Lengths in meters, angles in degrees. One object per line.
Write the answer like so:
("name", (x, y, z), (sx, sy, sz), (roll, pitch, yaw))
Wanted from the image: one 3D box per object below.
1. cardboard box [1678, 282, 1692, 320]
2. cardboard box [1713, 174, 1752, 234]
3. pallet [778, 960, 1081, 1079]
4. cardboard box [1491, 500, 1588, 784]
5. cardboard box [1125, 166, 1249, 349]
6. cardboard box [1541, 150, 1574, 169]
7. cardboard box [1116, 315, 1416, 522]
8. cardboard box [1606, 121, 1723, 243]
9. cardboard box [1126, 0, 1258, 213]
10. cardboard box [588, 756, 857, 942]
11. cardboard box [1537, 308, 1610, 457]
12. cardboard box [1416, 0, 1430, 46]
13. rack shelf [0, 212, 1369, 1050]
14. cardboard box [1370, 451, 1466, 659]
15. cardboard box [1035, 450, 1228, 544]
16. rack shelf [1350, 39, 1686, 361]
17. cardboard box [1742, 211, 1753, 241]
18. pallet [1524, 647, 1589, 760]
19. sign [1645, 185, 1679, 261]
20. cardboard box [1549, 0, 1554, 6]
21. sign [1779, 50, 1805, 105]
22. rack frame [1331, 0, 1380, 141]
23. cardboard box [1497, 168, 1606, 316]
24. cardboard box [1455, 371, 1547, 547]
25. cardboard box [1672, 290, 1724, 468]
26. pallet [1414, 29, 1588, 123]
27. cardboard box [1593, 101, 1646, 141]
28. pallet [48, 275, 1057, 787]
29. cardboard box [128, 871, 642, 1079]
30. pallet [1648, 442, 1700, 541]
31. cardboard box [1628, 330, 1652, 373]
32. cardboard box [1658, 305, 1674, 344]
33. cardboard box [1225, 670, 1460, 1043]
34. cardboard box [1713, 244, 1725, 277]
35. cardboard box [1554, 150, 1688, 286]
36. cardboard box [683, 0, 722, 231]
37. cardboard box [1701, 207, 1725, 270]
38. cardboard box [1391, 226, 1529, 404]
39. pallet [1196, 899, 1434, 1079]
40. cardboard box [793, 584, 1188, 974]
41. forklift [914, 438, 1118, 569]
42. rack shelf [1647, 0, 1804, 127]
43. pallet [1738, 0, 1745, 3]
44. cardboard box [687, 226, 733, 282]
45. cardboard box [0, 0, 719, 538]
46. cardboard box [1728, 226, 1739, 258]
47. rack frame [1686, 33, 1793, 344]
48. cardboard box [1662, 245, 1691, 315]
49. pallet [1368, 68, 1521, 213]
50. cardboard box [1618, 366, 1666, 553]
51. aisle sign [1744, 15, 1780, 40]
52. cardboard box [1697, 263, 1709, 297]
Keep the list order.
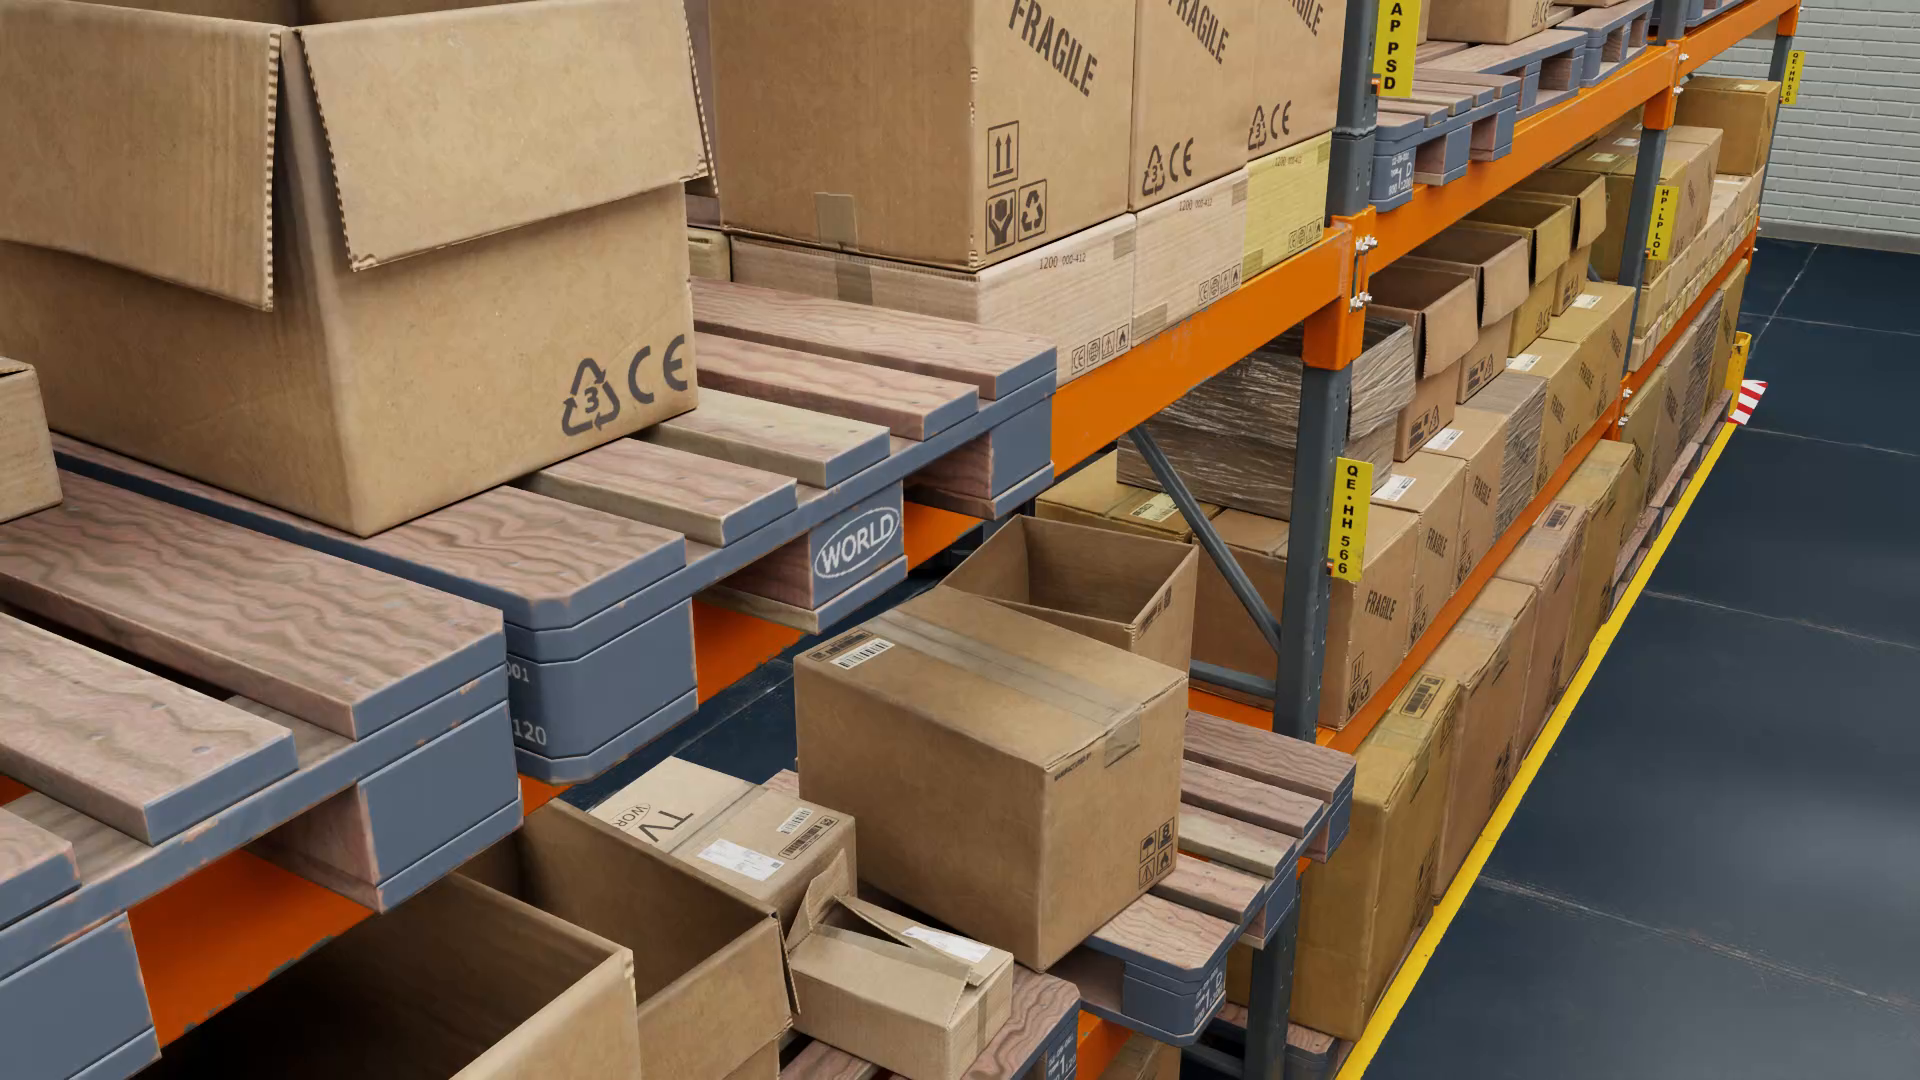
("cardboard box", (3.619, -1.284, 8.756), (0.380, 0.149, 0.250), (13, 27, 28))
("cardboard box", (4.443, -2.043, 10.008), (0.500, 0.250, 0.500), (13, 27, 28))
("pallet", (-0.488, 1.099, 3.177), (1.003, 0.211, 1.213), (14, 27, 29))
("cardboard box", (1.840, 0.289, 6.953), (1.225, 0.875, 0.875), (13, 27, 27))
("cardboard box", (0.229, -0.591, 3.253), (0.500, 0.250, 0.500), (14, 27, 29))
("cardboard box", (2.647, -1.639, 8.130), (0.500, 0.500, 0.500), (15, 27, 30))
("cardboard box", (0.921, -0.415, 5.045), (0.797, 0.503, 0.637), (15, 28, 31))
("cardboard box", (3.638, -1.877, 8.680), (0.500, 0.500, 0.500), (13, 27, 27))
("cardboard box", (0.221, -0.929, 3.089), (0.500, 0.500, 0.500), (14, 27, 29))
("cardboard box", (-0.558, 0.728, 3.453), (0.500, 0.250, 0.500), (13, 27, 27))
("cardboard box", (2.350, -0.681, 6.921), (0.500, 0.500, 0.500), (15, 27, 31))
("cardboard box", (1.163, -1.811, 5.229), (0.500, 0.500, 0.500), (16, 28, 32))
("rack shelf", (-0.533, -0.037, 2.689), (1.077, 0.370, 4.000), (14, 27, 29))
("cardboard box", (1.279, 0.007, 5.332), (0.500, 0.500, 0.500), (13, 27, 28))
("cardboard box", (0.571, 0.070, 5.187), (0.500, 0.500, 0.500), (15, 27, 31))
("rack shelf", (1.577, -1.387, 5.808), (1.077, 0.370, 4.000), (14, 27, 29))
("cardboard box", (4.698, -1.973, 10.348), (0.380, 0.149, 0.250), (14, 27, 29))
("pallet", (2.289, 0.540, 7.736), (1.003, 0.211, 1.213), (14, 27, 29))
("sign", (3.098, -1.400, 7.351), (0.100, 0.325, 0.005), (14, 27, 29))
("cardboard box", (1.976, -2.193, 6.347), (0.500, 0.311, 0.500), (13, 27, 27))
("sign", (5.195, -2.887, 10.388), (0.100, 0.325, 0.005), (14, 27, 29))
("rack frame", (0.522, -2.419, 3.510), (1.000, 3.000, 0.127), (14, 27, 29))
("cardboard box", (2.302, -1.305, 7.099), (0.797, 0.503, 0.637), (13, 27, 28))
("cardboard box", (1.812, -0.335, 6.122), (0.500, 0.500, 0.500), (14, 27, 29))
("cardboard box", (3.992, -1.043, 10.030), (0.875, 0.875, 0.875), (14, 27, 29))
("pallet", (1.404, -1.562, 5.544), (1.003, 0.211, 1.213), (15, 28, 31))
("cardboard box", (3.727, -2.327, 9.720), (0.500, 0.500, 0.500), (13, 27, 28))
("pallet", (-0.628, -0.143, 2.264), (1.213, 0.211, 1.003), (14, 27, 29))
("cardboard box", (-1.050, 0.978, 1.932), (1.000, 1.000, 1.000), (14, 27, 29))
("pallet", (3.742, -0.390, 9.884), (1.003, 0.211, 1.213), (14, 27, 29))
("cardboard box", (3.070, -0.930, 7.940), (0.380, 0.149, 0.250), (14, 27, 29))
("cardboard box", (3.347, -1.108, 8.350), (0.380, 0.149, 0.250), (15, 28, 31))
("cardboard box", (0.903, 0.888, 5.568), (1.225, 0.875, 0.875), (12, 26, 27))
("cardboard box", (4.160, -1.629, 9.552), (0.380, 0.149, 0.250), (14, 27, 29))
("cardboard box", (3.101, -1.535, 7.892), (0.500, 0.500, 0.500), (14, 27, 29))
("cardboard box", (-0.475, -0.871, 2.956), (0.500, 0.500, 0.500), (13, 27, 27))
("cardboard box", (3.904, -1.695, 9.203), (0.500, 0.250, 0.500), (14, 27, 29))
("cardboard box", (1.615, -0.862, 6.078), (0.797, 0.503, 0.637), (15, 27, 31))
("pallet", (1.001, 1.364, 5.834), (1.003, 0.211, 1.213), (14, 27, 29))
("cardboard box", (0.061, 0.496, 3.674), (0.700, 0.500, 0.500), (19, 30, 37))
("forklift", (0.623, -1.331, 8.636), (3.031, 2.935, 1.130), (1, 23, 3))
("rack shelf", (3.687, -2.737, 8.927), (1.077, 0.370, 4.000), (14, 27, 29))
("pallet", (3.716, -3.036, 8.822), (1.003, 0.211, 1.213), (14, 27, 29))
("cardboard box", (-0.477, -0.519, 3.087), (0.500, 0.250, 0.500), (15, 27, 30))
("cardboard box", (-0.760, -0.388, 1.937), (0.797, 0.503, 0.637), (15, 28, 31))
("cardboard box", (4.431, -1.804, 9.958), (0.380, 0.149, 0.250), (14, 27, 30))
("rack frame", (4.742, -2.366, 10.939), (1.000, 3.000, 0.127), (14, 27, 29))
("cardboard box", (3.369, -1.354, 8.416), (0.500, 0.250, 0.500), (14, 27, 29))
("pallet", (0.816, -1.184, 4.671), (1.213, 0.211, 1.003), (15, 28, 31))
("cardboard box", (3.048, -0.439, 8.635), (0.875, 0.875, 0.875), (14, 27, 29))
("aisle sign", (5.034, -3.520, 10.333), (0.394, 0.787, 0.004), (14, 27, 29))
("cardboard box", (3.891, -1.457, 9.156), (0.380, 0.149, 0.250), (13, 27, 27))
